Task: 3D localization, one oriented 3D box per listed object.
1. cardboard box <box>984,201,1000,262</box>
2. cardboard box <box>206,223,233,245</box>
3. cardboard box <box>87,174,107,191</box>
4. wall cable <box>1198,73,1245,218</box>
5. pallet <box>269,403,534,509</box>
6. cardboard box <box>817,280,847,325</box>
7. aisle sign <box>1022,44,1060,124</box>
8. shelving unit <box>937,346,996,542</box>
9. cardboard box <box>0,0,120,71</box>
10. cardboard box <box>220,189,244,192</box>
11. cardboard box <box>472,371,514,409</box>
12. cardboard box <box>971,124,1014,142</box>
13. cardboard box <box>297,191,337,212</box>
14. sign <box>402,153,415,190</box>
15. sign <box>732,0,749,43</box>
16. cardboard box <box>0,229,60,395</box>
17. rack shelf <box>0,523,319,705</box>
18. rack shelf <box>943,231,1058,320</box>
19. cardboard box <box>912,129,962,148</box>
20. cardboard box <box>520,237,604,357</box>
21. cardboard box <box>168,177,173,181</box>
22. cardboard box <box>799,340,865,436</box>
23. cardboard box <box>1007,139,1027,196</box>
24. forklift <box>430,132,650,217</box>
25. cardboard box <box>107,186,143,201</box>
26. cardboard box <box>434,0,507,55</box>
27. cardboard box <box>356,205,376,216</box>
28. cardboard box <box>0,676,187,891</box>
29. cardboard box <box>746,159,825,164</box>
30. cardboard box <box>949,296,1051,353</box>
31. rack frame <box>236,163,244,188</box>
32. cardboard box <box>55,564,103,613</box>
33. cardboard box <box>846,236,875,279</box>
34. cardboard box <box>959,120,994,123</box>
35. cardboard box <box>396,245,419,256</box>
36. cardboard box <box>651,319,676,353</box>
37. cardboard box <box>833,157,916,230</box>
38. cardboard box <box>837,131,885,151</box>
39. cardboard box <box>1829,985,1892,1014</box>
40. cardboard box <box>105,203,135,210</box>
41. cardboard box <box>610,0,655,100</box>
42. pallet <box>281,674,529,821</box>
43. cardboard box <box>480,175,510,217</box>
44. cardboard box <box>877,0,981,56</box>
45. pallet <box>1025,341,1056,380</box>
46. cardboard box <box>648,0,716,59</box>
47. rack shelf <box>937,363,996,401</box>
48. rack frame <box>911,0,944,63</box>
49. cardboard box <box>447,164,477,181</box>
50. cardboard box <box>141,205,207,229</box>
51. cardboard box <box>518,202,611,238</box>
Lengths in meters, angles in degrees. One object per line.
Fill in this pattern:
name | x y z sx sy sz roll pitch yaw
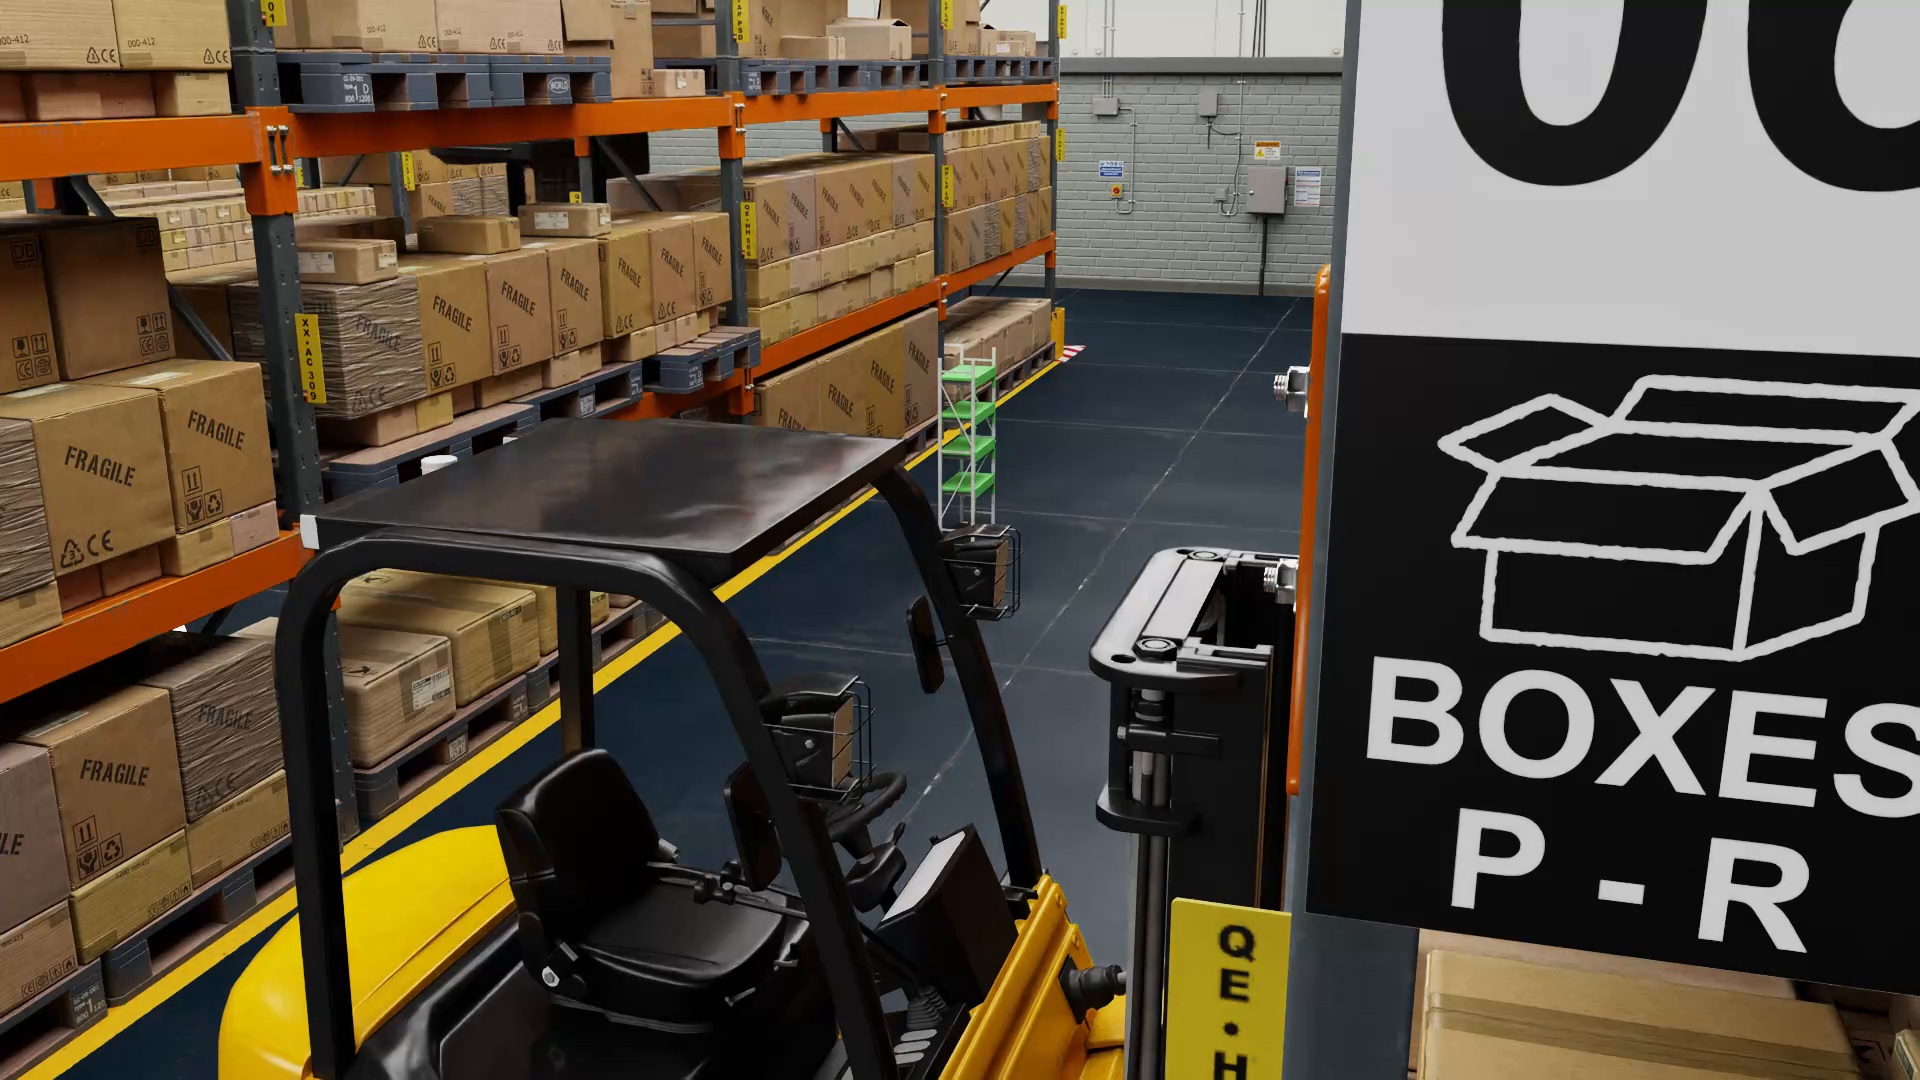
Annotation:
cardboard box | 0.051 -2.791 14.989 0.500 0.500 0.500 5 17 16
cardboard box | -5.845 -2.362 12.807 0.380 0.149 0.250 4 16 15
cardboard box | -9.457 -3.950 17.613 0.500 0.500 0.500 4 16 14
wall cable | 3.452 -5.285 22.102 0.588 1.984 0.122 5 16 16
pallet | -2.544 -0.383 7.033 1.003 0.211 1.213 5 16 16
cardboard box | -1.100 -1.642 11.395 0.500 0.250 0.500 5 17 18
aisle sign | 0.827 -4.671 17.037 0.394 0.787 0.004 5 16 16
shelving unit | 0.047 -0.621 10.818 0.258 1.200 0.503 5 16 16
cardboard box | -2.911 -1.532 4.965 0.500 0.250 0.500 4 16 15
cardboard box | -6.104 -2.896 14.145 0.380 0.149 0.250 5 17 16
cardboard box | -2.241 -0.696 7.478 0.380 0.149 0.250 5 17 17
cardboard box | 0.289 -3.820 15.594 0.380 0.149 0.250 5 17 17
cardboard box | -5.480 -2.846 13.967 0.380 0.149 0.250 4 16 14
sign | -4.869 -3.252 14.675 0.100 0.325 0.005 5 16 16
sign | -1.245 -2.982 9.401 0.100 0.325 0.005 5 16 16
cardboard box | -3.400 -0.728 5.340 0.700 0.500 0.500 5 17 16
rack shelf | -3.469 0.583 4.595 1.077 0.370 4.000 5 16 16
rack shelf | -0.059 -2.557 15.664 1.077 0.370 4.000 5 16 16
cardboard box | -0.199 -3.421 14.191 0.380 0.149 0.250 4 16 15
cardboard box | -2.062 -1.175 7.976 0.500 0.500 0.500 4 16 14
cardboard box | -9.388 -4.161 19.731 0.500 0.250 0.500 4 16 14
cardboard box | -1.231 -0.920 11.700 0.875 0.875 0.875 5 17 17
cardboard box | 0.336 -3.542 15.805 0.500 0.500 0.500 5 16 16
forklift | -2.952 -1.778 11.726 1.130 2.935 3.031 11 19 35
cardboard box | -9.309 -3.716 18.162 0.500 0.250 0.500 5 16 16
cardboard box | -2.207 -2.114 6.793 0.500 0.250 0.500 4 16 15
cardboard box | -5.326 -2.842 14.497 0.380 0.149 0.250 5 17 18
cardboard box | -2.955 0.782 5.469 0.500 0.500 0.500 5 17 17
cardboard box | -1.291 -2.549 12.305 0.500 0.500 0.500 4 16 14
cardboard box | 0.417 -2.215 17.067 0.875 0.438 0.875 4 16 14
rack frame | -8.992 -4.194 20.120 1.000 3.000 0.127 5 16 16
cardboard box | -2.997 0.134 5.320 0.380 0.149 0.250 4 16 15
cardboard box | -0.925 -2.011 11.781 0.500 0.250 0.500 5 17 17
cardboard box | 0.137 -4.122 16.659 0.380 0.149 0.250 5 17 17
cardboard box | -2.698 -1.083 7.651 0.500 0.500 0.500 5 17 18
cardboard box | -1.747 -1.100 8.900 0.380 0.149 0.250 4 16 13
cardboard box | -0.654 -2.636 12.611 0.500 0.500 0.500 5 17 17
cardboard box | -0.845 -3.326 13.854 0.380 0.149 0.250 4 16 15
cardboard box | 1.191 0.433 1.887 0.380 0.149 0.250 5 17 17
cardboard box | -6.545 -2.488 12.706 0.380 0.149 0.250 5 16 16
cardboard box | -2.043 -2.577 8.737 0.700 0.500 0.500 5 16 16
pallet | -2.681 0.851 7.441 1.003 0.211 1.213 5 16 16
cardboard box | -4.708 -3.297 16.228 0.500 0.500 0.500 4 16 15
cardboard box | -0.275 -4.478 14.479 0.797 0.503 0.637 6 17 20
pallet | 0.357 -1.869 17.032 1.003 0.211 1.213 5 16 16
cardboard box | -1.802 -3.138 9.940 0.797 0.503 0.637 4 16 12
rack shelf | 0.047 -1.021 10.705 0.258 0.148 0.480 5 16 16
rack frame | -0.628 -5.266 12.902 1.000 3.000 0.127 5 16 16
cardboard box | -4.908 -3.645 15.622 0.500 0.500 0.500 4 16 14
cardboard box | -5.923 -2.438 12.529 0.380 0.149 0.250 5 17 18
cardboard box | -1.959 -1.588 8.245 0.380 0.149 0.250 4 16 13
